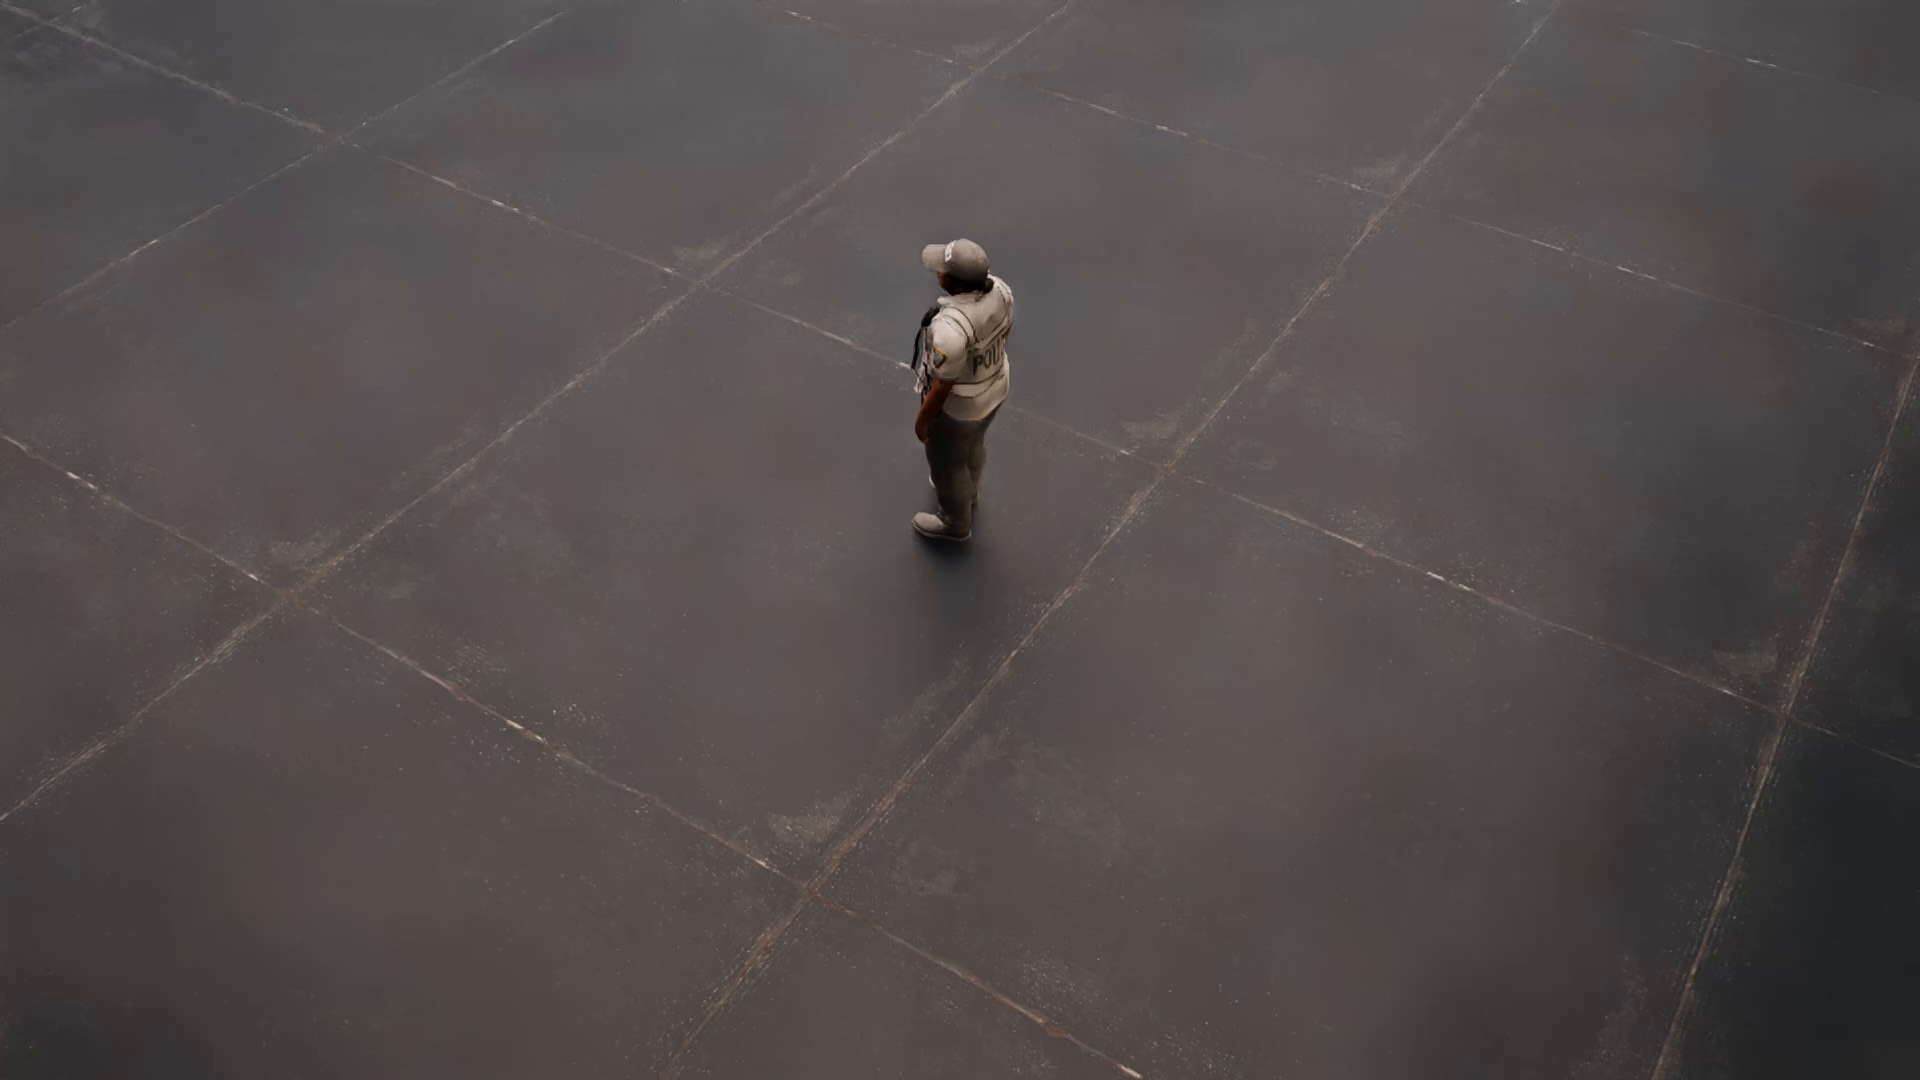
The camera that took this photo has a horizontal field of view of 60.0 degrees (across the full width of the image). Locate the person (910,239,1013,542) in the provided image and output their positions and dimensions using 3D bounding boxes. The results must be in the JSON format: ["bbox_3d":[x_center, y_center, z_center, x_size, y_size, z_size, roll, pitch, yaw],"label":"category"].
[{"bbox_3d":[-0.052,-0.680,7.417,0.529,1.669,0.598,24,48,23],"label":"person"}]
